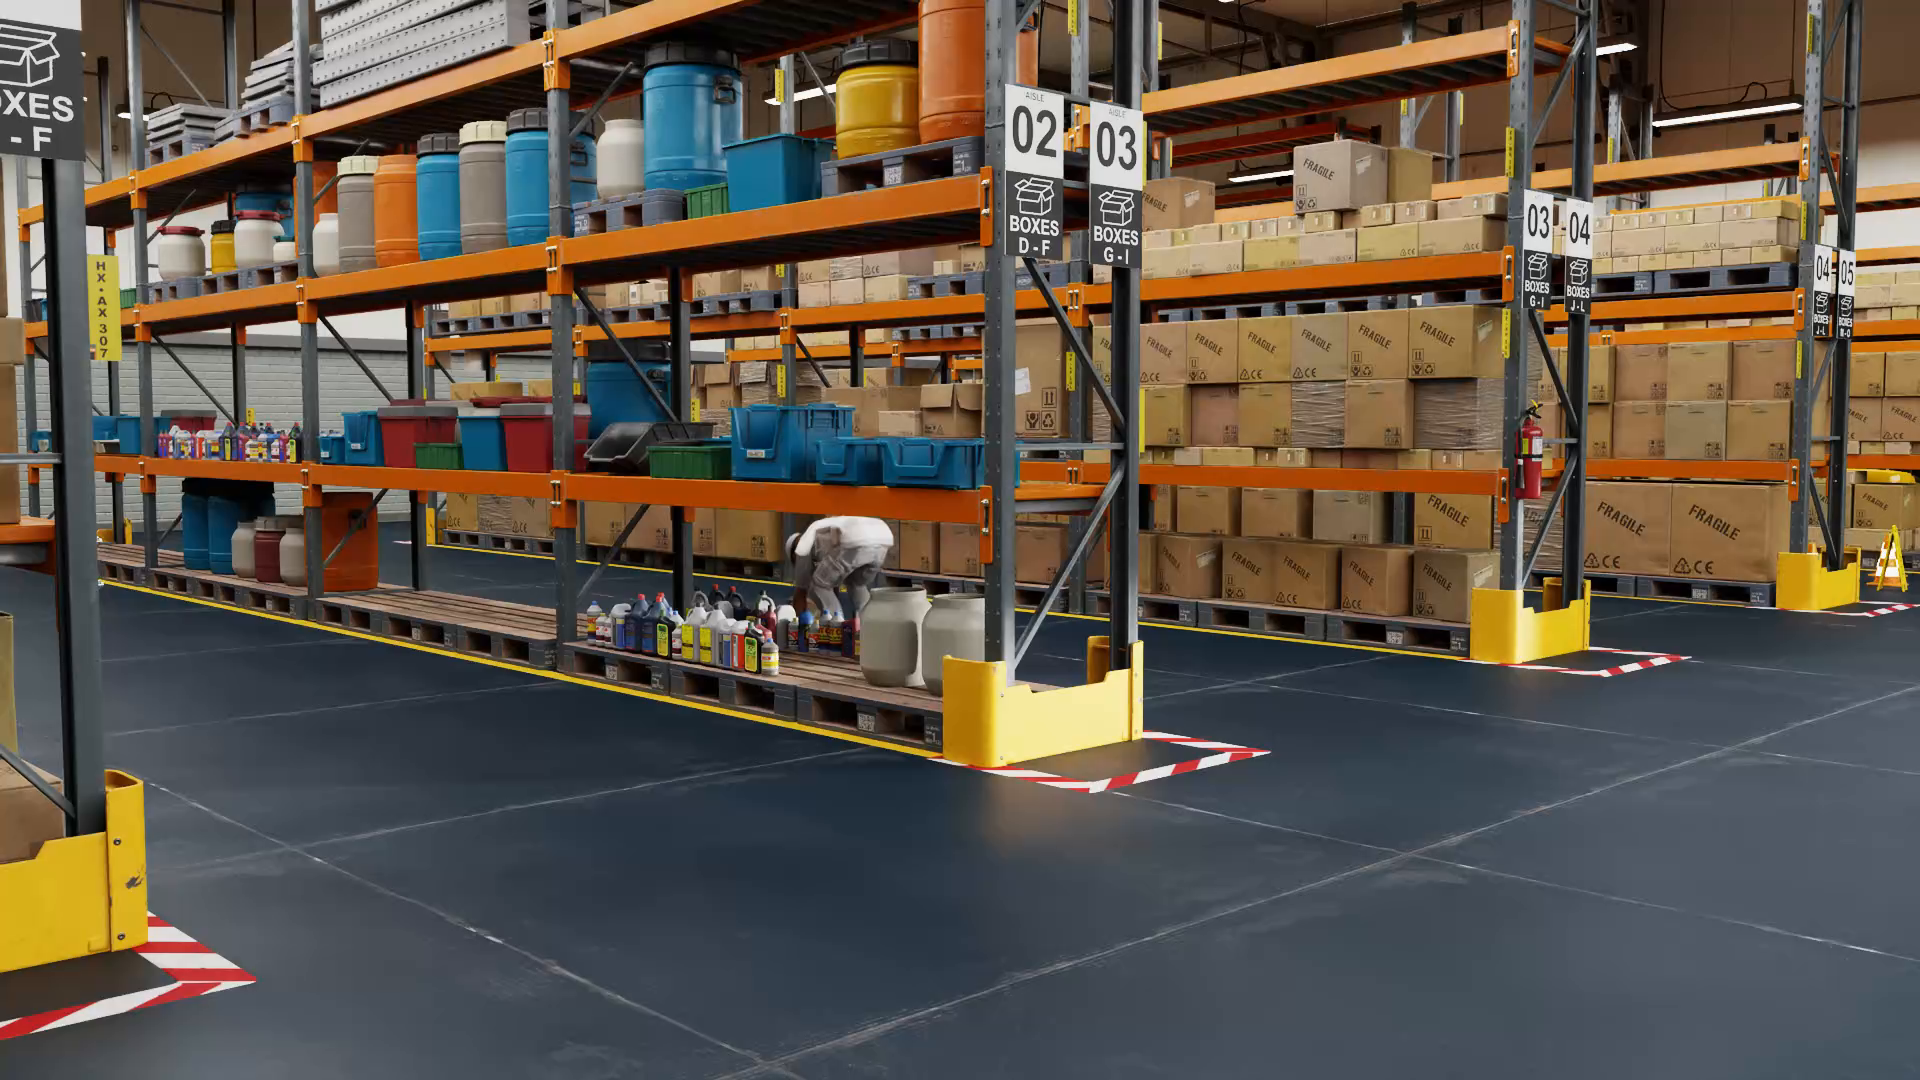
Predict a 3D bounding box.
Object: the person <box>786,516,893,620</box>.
[{"bbox_3d":[-0.919,0.289,12.069,0.982,1.000,0.520,4,5,43],"label":"person"}]
